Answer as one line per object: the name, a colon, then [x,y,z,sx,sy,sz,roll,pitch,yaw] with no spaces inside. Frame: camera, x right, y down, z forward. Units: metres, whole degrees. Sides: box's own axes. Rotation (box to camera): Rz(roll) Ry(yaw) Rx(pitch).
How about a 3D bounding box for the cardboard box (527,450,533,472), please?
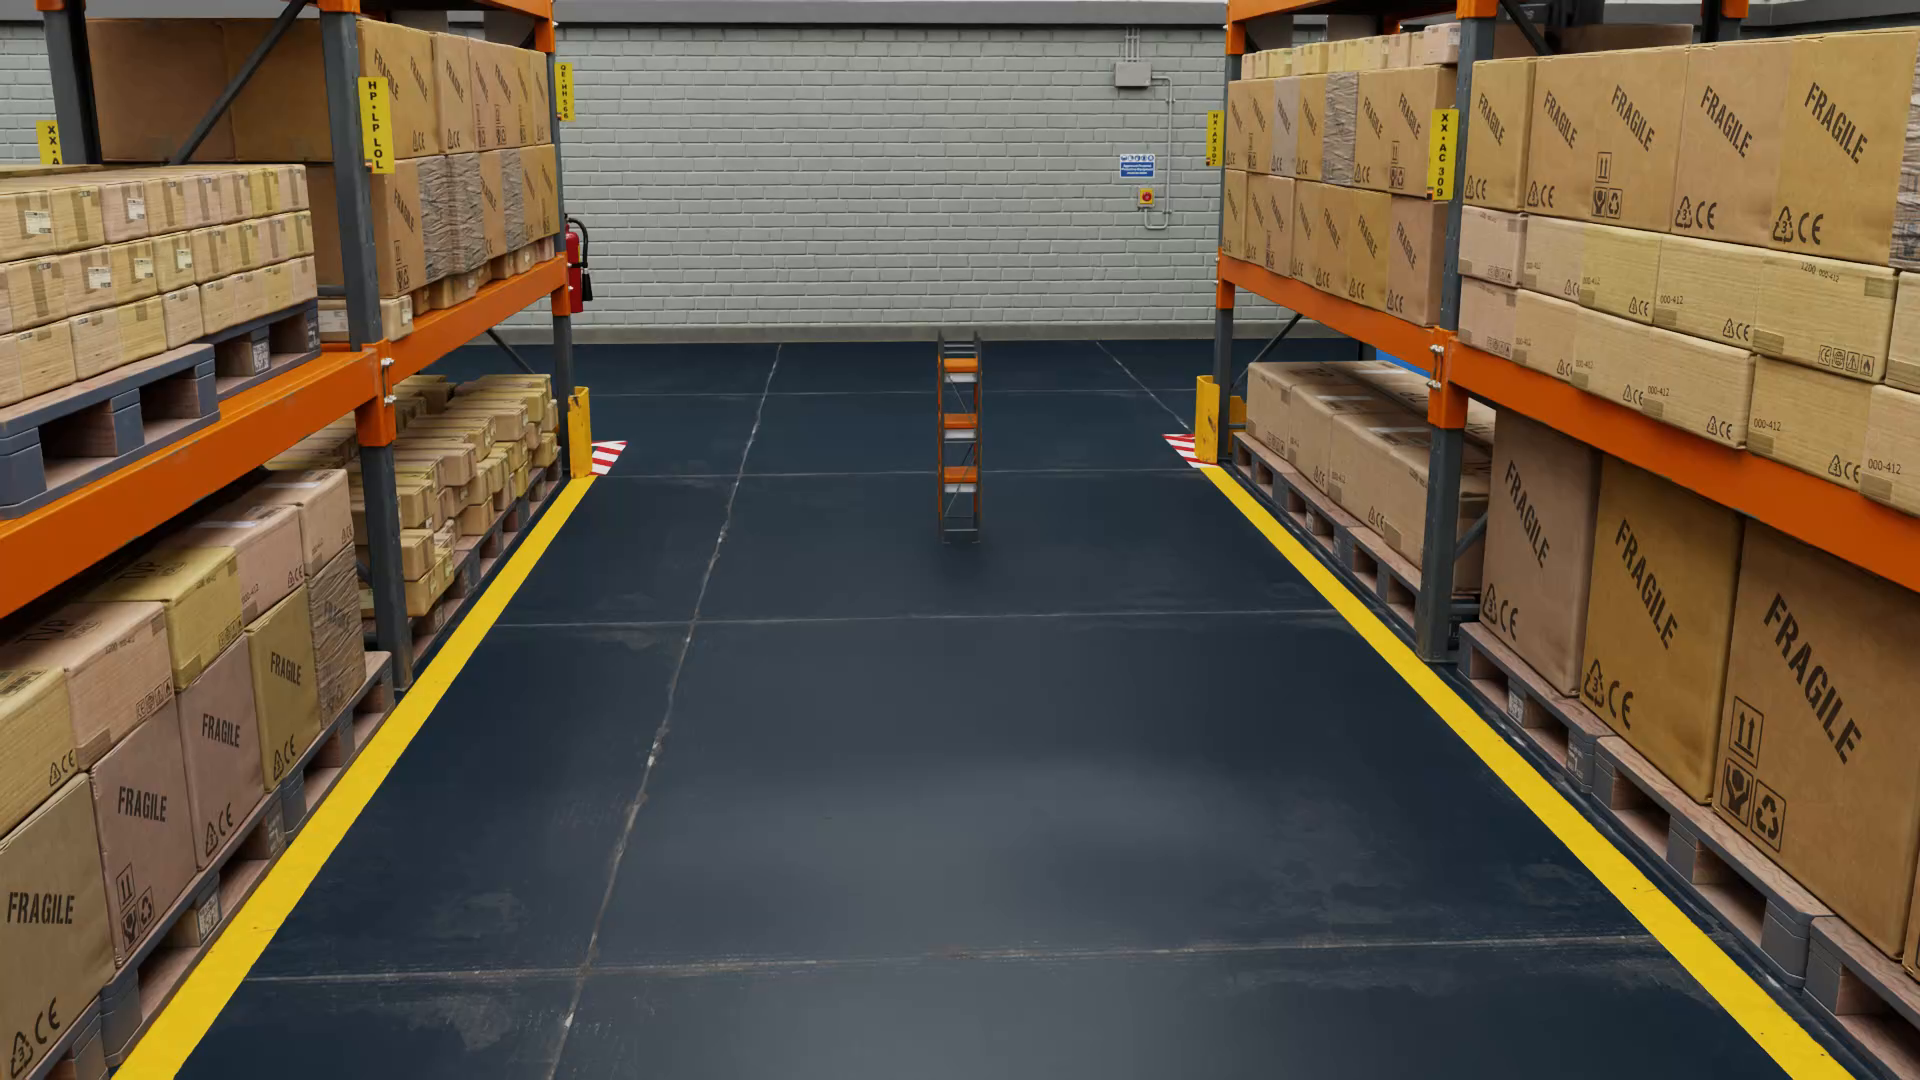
cardboard box: [-2.553,-0.439,9.090,0.380,0.149,0.250,-1,14,-4]

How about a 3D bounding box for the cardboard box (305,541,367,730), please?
cardboard box: [-2.296,0.309,5.479,0.500,0.500,0.500,-1,14,-5]

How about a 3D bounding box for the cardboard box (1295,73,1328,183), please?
cardboard box: [1.949,-2.003,8.084,0.500,0.500,0.500,-1,14,-3]

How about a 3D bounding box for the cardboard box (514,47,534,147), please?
cardboard box: [-2.533,-2.314,8.695,0.500,0.500,0.500,-1,14,-5]

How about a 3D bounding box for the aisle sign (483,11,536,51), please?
aisle sign: [-2.546,-3.155,9.551,0.394,0.787,0.004,-1,14,-3]

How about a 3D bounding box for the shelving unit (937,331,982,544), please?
shelving unit: [-0.003,-0.522,8.447,0.215,1.050,0.252,-1,14,-3]

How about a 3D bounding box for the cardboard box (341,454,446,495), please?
cardboard box: [-2.469,-0.274,7.256,0.380,0.149,0.250,-1,14,-5]

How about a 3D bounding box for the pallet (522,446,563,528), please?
pallet: [-2.821,-0.301,9.273,1.003,0.211,1.213,-1,14,-3]

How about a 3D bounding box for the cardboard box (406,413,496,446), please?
cardboard box: [-2.523,-0.532,8.258,0.380,0.149,0.250,-1,14,-5]

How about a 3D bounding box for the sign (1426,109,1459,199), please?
sign: [1.787,-1.428,6.162,0.100,0.325,0.005,-1,14,-3]

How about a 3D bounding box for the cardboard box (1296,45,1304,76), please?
cardboard box: [1.905,-2.406,8.348,0.380,0.149,0.250,-1,14,-3]

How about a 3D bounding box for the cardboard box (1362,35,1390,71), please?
cardboard box: [2.006,-2.152,7.362,0.380,0.149,0.250,-1,14,-4]

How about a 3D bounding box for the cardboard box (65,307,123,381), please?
cardboard box: [-2.270,-0.474,4.010,0.380,0.149,0.250,-1,14,-5]

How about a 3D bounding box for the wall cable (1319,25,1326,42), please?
wall cable: [3.136,-3.893,15.600,0.588,1.984,0.122,-1,14,-3]

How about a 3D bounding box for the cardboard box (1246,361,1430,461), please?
cardboard box: [2.234,-0.774,9.816,0.875,0.438,0.875,-1,14,-5]

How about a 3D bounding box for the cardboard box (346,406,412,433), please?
cardboard box: [-3.017,-0.587,8.474,0.380,0.149,0.250,0,14,-1]

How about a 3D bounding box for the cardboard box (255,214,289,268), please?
cardboard box: [-2.354,-0.943,5.234,0.380,0.149,0.250,-1,14,-3]

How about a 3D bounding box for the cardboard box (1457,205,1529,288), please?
cardboard box: [2.087,-1.035,5.829,0.500,0.250,0.500,-1,14,-5]

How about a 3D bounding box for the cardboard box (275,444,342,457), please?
cardboard box: [-3.000,-0.330,7.473,0.380,0.149,0.250,-2,15,-6]

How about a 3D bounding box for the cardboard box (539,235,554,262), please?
cardboard box: [-2.539,-1.675,9.519,0.380,0.149,0.250,-1,14,-3]

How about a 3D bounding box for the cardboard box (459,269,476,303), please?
cardboard box: [-2.414,-1.159,7.514,0.380,0.149,0.250,0,14,-1]

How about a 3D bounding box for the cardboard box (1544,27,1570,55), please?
cardboard box: [2.549,-1.973,6.664,0.380,0.149,0.250,-1,14,-3]

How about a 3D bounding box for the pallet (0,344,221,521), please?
pallet: [-2.509,-0.282,3.988,1.003,0.211,1.213,-1,14,-3]

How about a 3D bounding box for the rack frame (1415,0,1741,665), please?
rack frame: [2.341,-0.980,6.314,1.000,3.000,0.127,-1,14,-3]

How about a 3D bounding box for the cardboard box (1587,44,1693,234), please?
cardboard box: [2.169,-1.148,4.760,0.500,0.500,0.500,-1,14,-5]

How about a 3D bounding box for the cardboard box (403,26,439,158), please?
cardboard box: [-2.425,-1.800,6.696,0.500,0.500,0.500,-1,14,-5]

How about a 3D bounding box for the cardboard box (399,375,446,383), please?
cardboard box: [-3.147,-0.848,9.488,0.380,0.149,0.250,-2,15,-6]

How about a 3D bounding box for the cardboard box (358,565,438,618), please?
cardboard box: [-2.295,0.204,6.594,0.380,0.149,0.250,-2,15,-6]

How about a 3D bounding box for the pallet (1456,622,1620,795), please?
pallet: [2.464,0.561,5.921,1.003,0.211,1.213,-1,14,-3]

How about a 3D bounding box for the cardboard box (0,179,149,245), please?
cardboard box: [-2.293,-0.827,4.188,0.380,0.149,0.250,-2,15,-6]

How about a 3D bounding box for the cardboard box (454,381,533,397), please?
cardboard box: [-2.597,-0.793,9.272,0.380,0.149,0.250,-1,14,-2]

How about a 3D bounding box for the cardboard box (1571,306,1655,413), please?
cardboard box: [2.154,-0.537,4.896,0.500,0.250,0.500,-1,14,-4]

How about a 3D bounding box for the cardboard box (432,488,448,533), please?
cardboard box: [-2.466,-0.129,7.289,0.380,0.149,0.250,-2,15,-6]

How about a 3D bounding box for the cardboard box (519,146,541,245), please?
cardboard box: [-2.529,-1.830,8.820,0.500,0.500,0.500,-1,14,-4]

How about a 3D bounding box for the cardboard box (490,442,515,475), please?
cardboard box: [-2.447,-0.391,8.308,0.380,0.149,0.250,0,14,-1]

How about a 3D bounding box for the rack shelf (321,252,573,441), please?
rack shelf: [-2.717,-1.027,7.943,1.077,0.370,4.000,-1,14,-3]

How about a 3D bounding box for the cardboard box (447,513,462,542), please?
cardboard box: [-2.496,-0.052,7.589,0.380,0.149,0.250,-2,15,-6]

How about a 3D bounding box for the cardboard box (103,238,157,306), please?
cardboard box: [-2.286,-0.680,4.215,0.380,0.149,0.250,-1,14,-3]

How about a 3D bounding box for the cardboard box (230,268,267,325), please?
cardboard box: [-2.341,-0.738,5.035,0.380,0.149,0.250,-1,14,-4]

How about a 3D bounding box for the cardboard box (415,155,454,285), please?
cardboard box: [-2.410,-1.321,6.842,0.500,0.500,0.500,-1,14,-3]

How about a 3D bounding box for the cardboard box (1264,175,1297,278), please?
cardboard box: [1.909,-1.647,8.707,0.500,0.500,0.500,-1,14,-4]

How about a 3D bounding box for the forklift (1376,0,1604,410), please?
forklift: [4.333,-2.149,10.998,3.031,2.935,1.130,12,18,38]

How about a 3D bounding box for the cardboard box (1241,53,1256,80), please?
cardboard box: [1.839,-2.729,9.603,0.380,0.149,0.250,-1,14,-2]

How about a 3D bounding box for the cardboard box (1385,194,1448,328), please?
cardboard box: [2.057,-1.140,6.735,0.500,0.500,0.500,-1,14,-3]

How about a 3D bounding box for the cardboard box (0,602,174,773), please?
cardboard box: [-2.196,0.336,3.869,0.500,0.250,0.500,-1,14,-3]

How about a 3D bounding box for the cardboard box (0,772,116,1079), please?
cardboard box: [-2.169,0.819,3.497,0.500,0.500,0.500,-1,14,-3]

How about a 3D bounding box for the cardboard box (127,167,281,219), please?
cardboard box: [-2.356,-1.084,5.189,0.380,0.149,0.250,-1,14,-5]

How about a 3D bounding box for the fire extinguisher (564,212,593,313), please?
fire extinguisher: [-2.396,-1.725,10.113,0.296,0.674,0.183,-1,14,-3]

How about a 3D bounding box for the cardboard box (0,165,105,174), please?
cardboard box: [-3.028,-1.143,5.416,0.380,0.149,0.250,0,14,-1]

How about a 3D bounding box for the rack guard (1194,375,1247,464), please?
rack guard: [2.092,-0.770,10.515,1.175,0.500,0.348,-1,14,-3]

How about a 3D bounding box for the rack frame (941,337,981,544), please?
rack frame: [0.004,-0.491,8.329,0.200,1.050,0.008,-1,14,-3]

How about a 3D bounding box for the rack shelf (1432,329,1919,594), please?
rack shelf: [2.465,-0.134,4.471,1.077,0.370,4.000,-1,14,-3]

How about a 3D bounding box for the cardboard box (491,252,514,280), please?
cardboard box: [-2.504,-1.421,8.533,0.380,0.149,0.250,-2,15,-6]

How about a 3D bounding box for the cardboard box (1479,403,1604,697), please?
cardboard box: [2.460,-0.001,5.932,0.875,0.875,0.875,0,14,-2]

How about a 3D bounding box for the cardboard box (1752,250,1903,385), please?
cardboard box: [2.218,-0.525,3.846,0.500,0.250,0.500,-1,14,-5]
